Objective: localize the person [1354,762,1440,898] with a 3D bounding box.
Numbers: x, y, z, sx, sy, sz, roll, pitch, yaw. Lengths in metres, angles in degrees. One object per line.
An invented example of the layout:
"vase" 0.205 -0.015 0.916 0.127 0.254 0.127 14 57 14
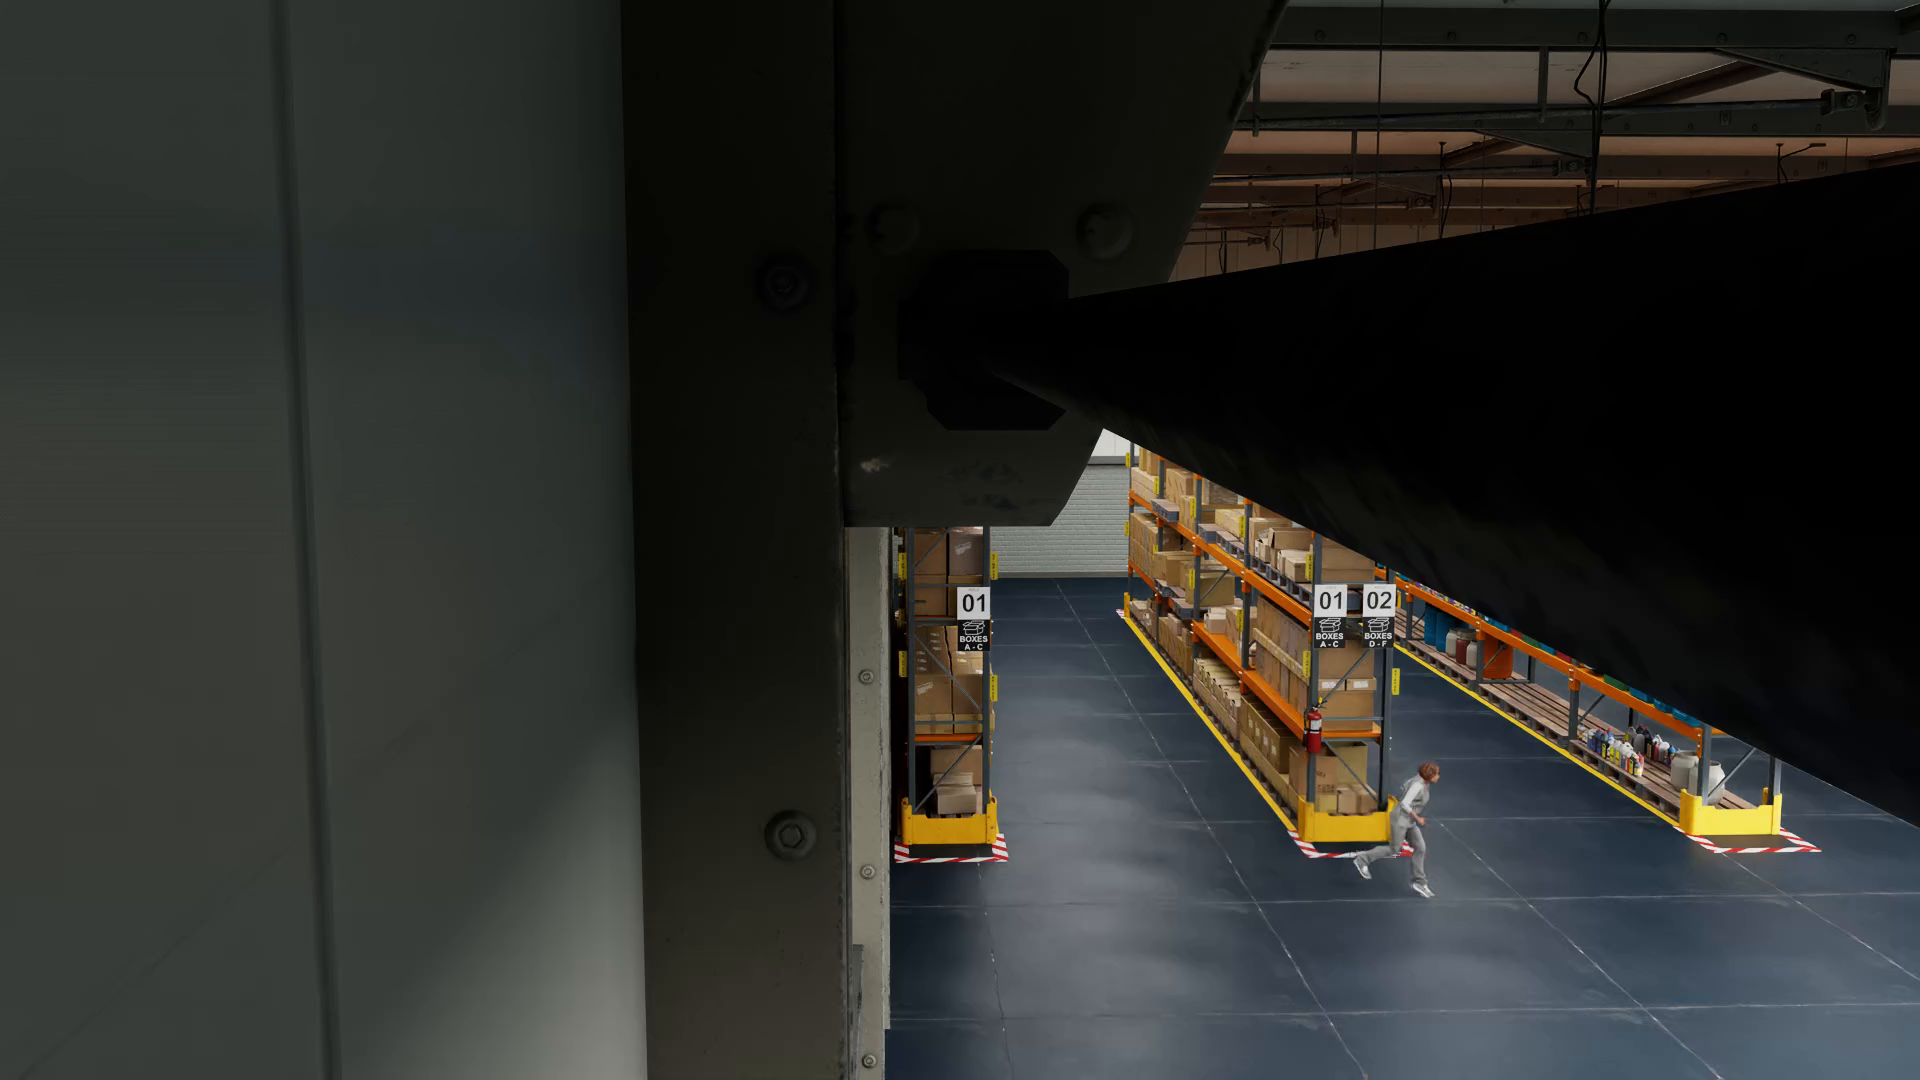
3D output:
"person" 4.905 3.209 18.703 0.913 1.547 0.570 3 8 22
